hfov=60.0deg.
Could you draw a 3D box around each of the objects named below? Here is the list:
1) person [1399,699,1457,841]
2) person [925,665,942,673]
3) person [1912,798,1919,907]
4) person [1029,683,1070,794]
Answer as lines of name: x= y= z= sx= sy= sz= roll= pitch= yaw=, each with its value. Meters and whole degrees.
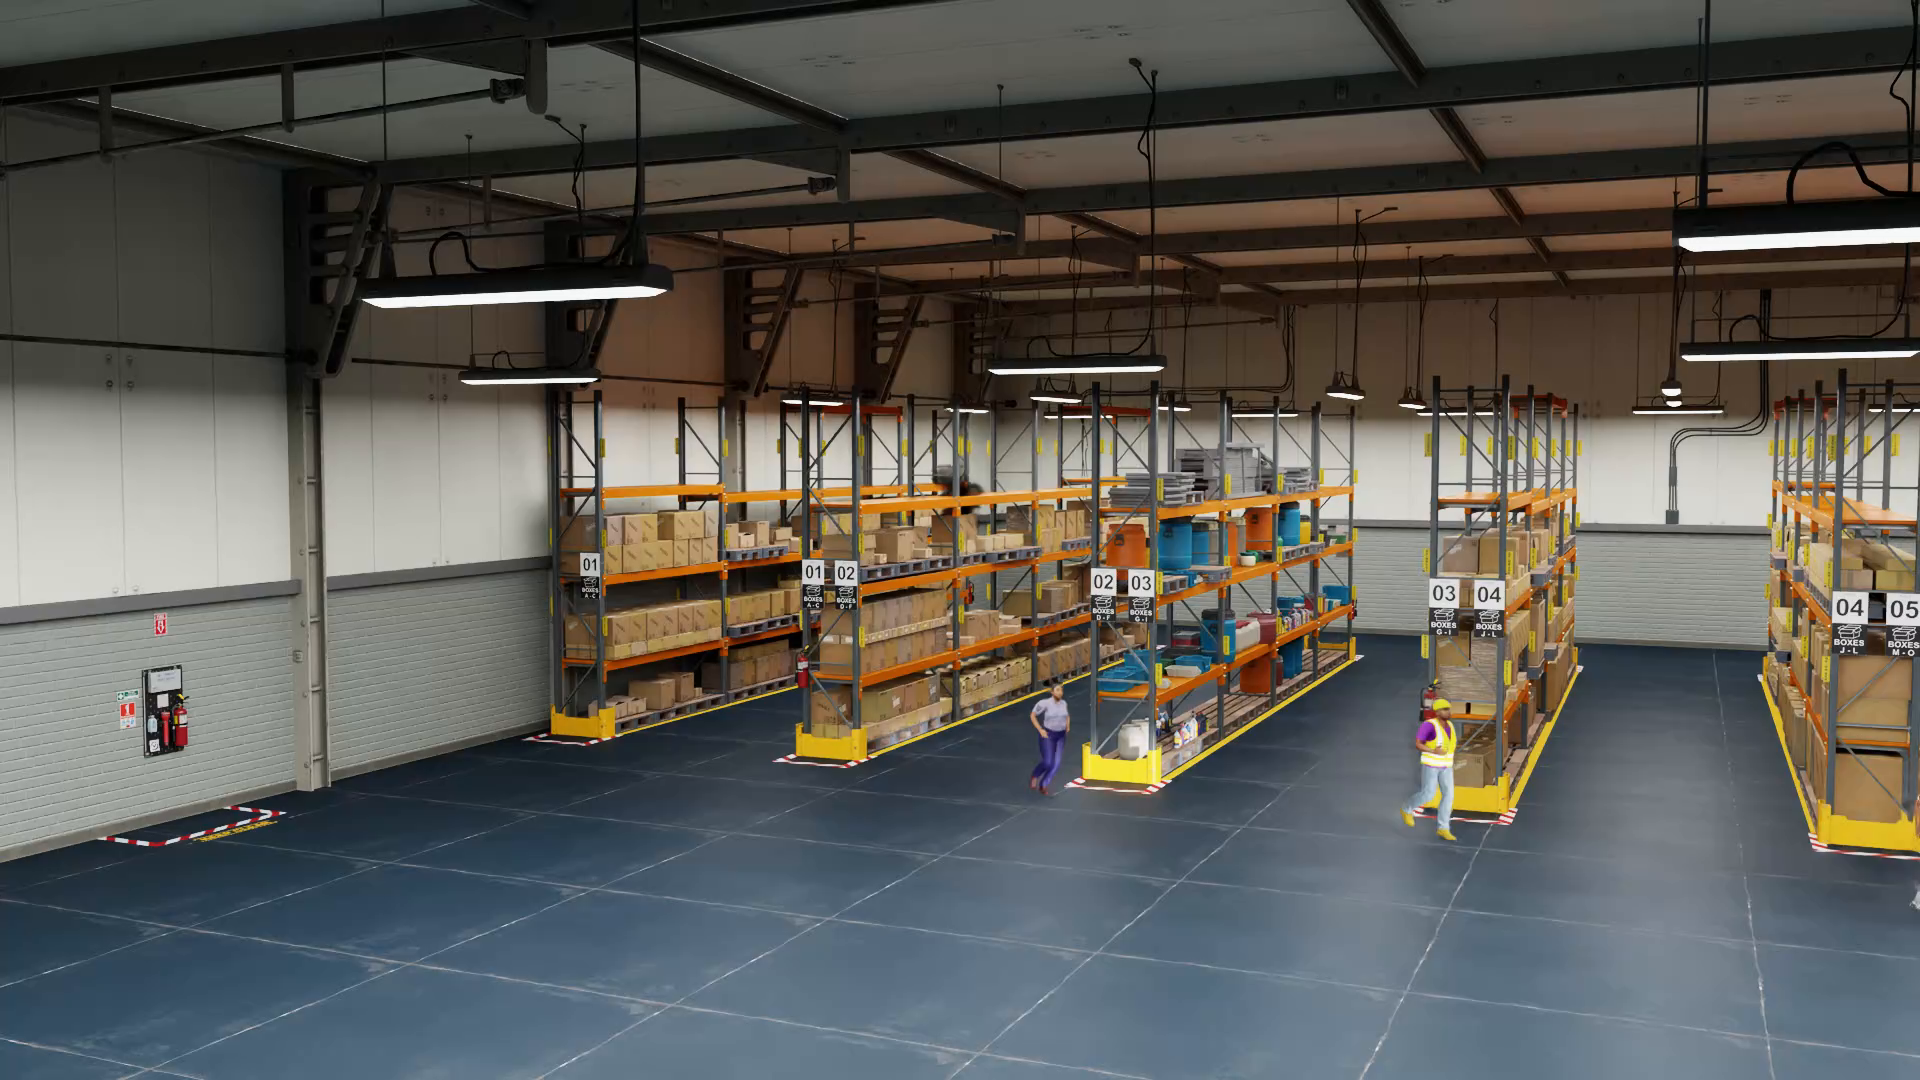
person: x=6.163 y=2.936 z=21.544 sx=0.707 sy=1.774 sz=0.886 roll=-2 pitch=4 yaw=-28
person: x=-0.664 y=2.189 z=35.740 sx=0.620 sy=1.699 sz=0.738 roll=1 pitch=3 yaw=23
person: x=10.434 y=3.190 z=17.519 sx=0.603 sy=1.677 sz=0.797 roll=-1 pitch=3 yaw=-22
person: x=1.354 y=2.874 z=24.175 sx=0.627 sy=1.598 sz=0.527 roll=-2 pitch=4 yaw=-30
